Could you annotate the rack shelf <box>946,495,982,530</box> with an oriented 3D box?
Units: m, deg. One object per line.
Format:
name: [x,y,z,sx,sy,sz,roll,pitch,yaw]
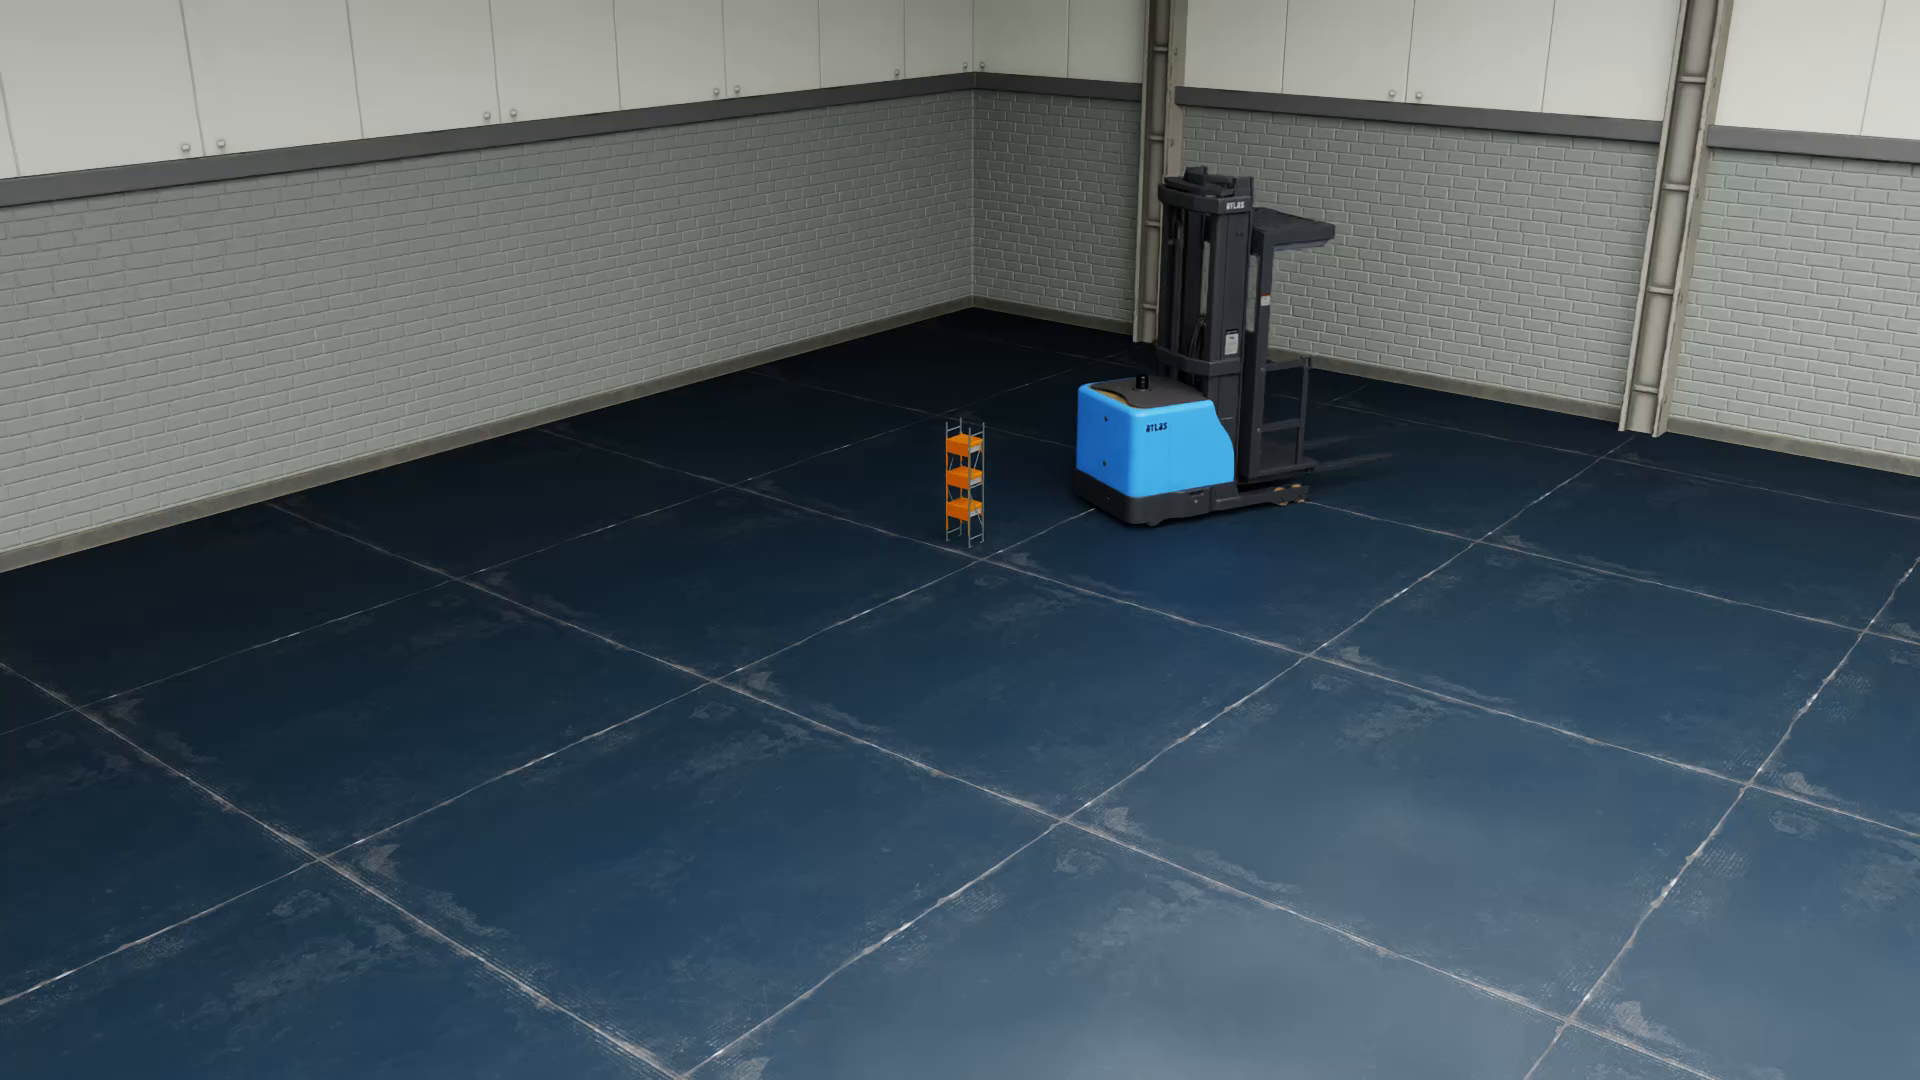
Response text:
rack shelf: [0.041,-0.209,14.055,0.240,0.259,0.215,16,26,36]

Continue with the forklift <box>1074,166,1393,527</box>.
forklift: [2.586,-1.833,14.876,3.031,2.935,1.130,-10,23,-25]

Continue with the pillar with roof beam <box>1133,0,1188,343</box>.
pillar with roof beam: [-0.325,-5.503,16.011,0.400,9.000,9.100,16,26,36]

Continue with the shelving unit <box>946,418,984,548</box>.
shelving unit: [0.041,-0.479,13.953,0.252,1.050,0.215,16,26,36]

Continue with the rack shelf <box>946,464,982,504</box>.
rack shelf: [0.041,-0.469,13.957,0.240,0.259,0.215,16,26,36]

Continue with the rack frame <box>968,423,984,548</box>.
rack frame: [0.136,-0.452,13.881,0.008,1.050,0.200,16,26,36]

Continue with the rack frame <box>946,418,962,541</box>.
rack frame: [-0.053,-0.507,14.026,0.008,1.050,0.200,16,26,36]

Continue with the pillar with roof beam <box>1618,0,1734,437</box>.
pillar with roof beam: [4.324,-4.165,12.461,0.400,9.000,9.100,16,26,36]

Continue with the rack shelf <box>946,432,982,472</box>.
rack shelf: [0.041,-0.735,13.857,0.240,0.259,0.215,16,26,36]
